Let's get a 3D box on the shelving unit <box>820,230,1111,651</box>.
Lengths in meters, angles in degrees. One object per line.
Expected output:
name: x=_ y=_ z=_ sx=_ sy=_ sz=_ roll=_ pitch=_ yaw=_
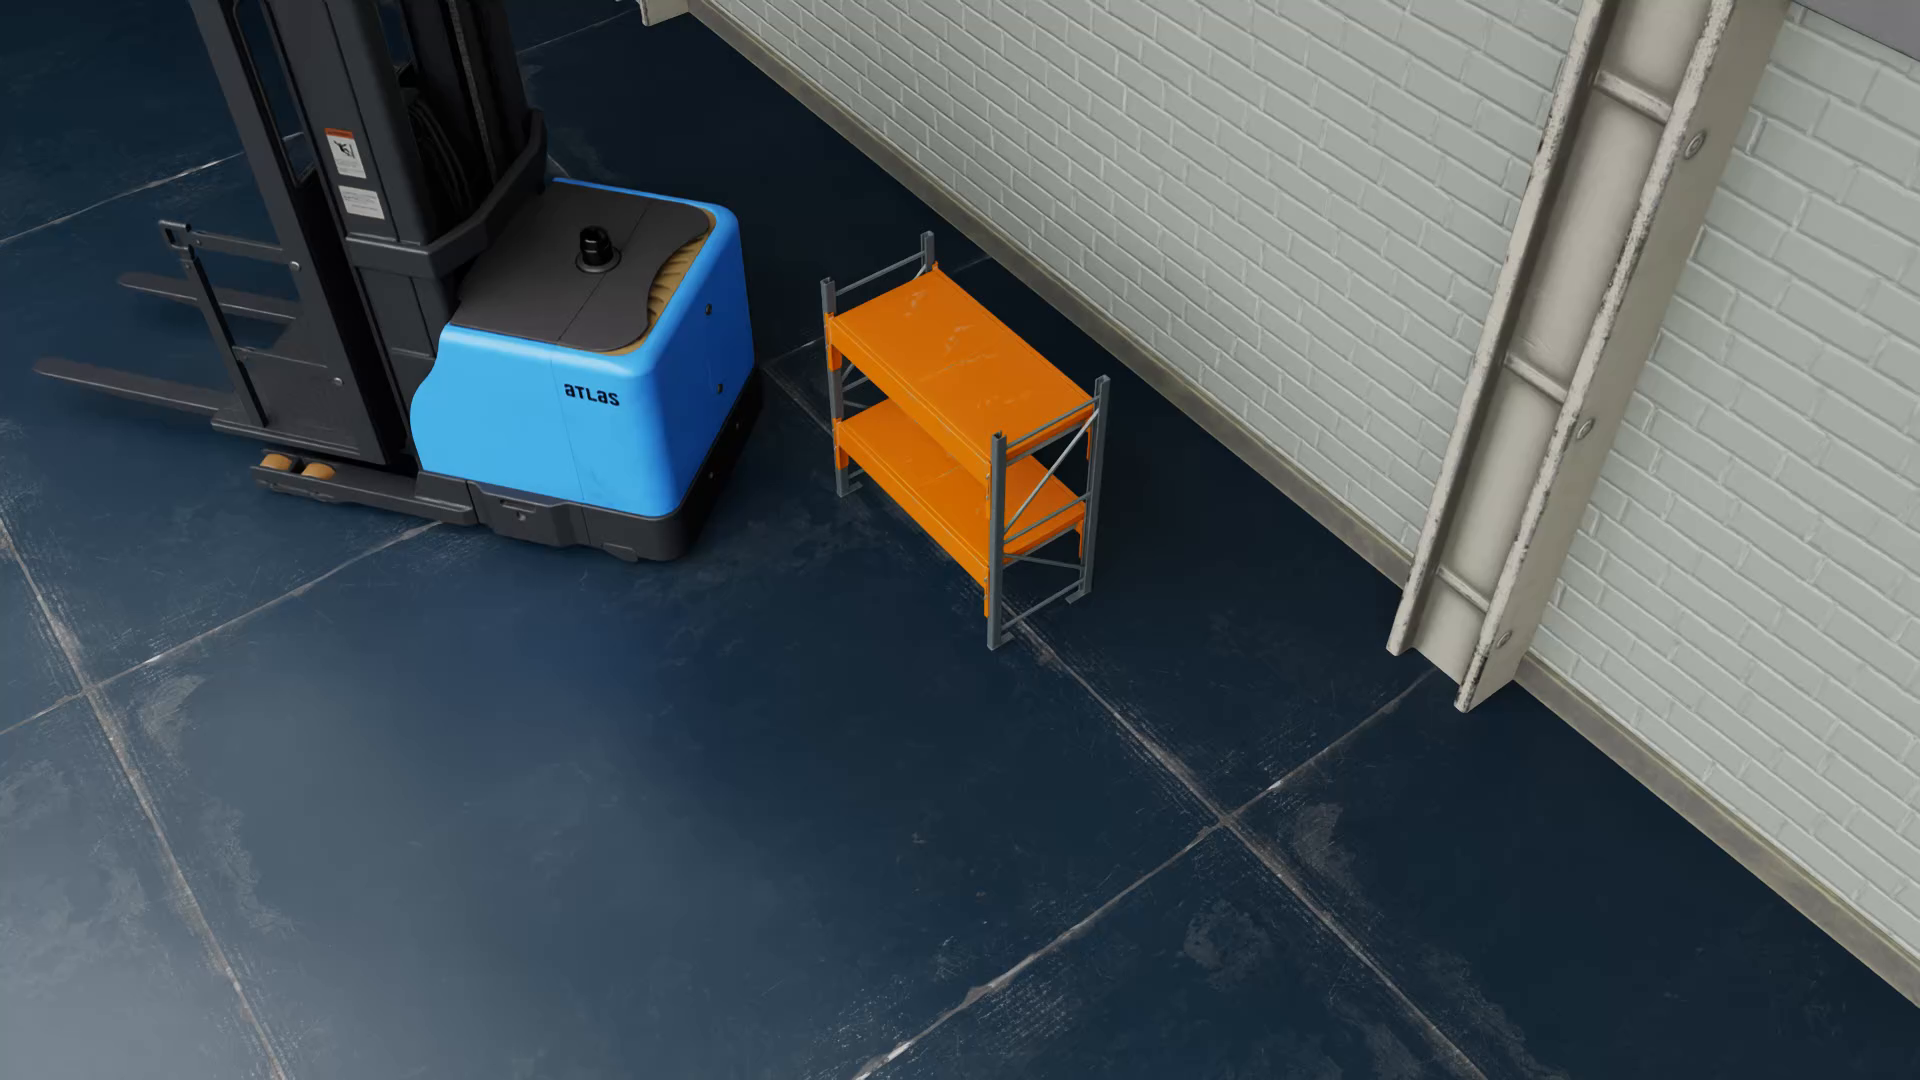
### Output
shelving unit: x=0.004 y=-0.374 z=6.328 sx=0.538 sy=1.125 sz=1.048 roll=-29 pitch=54 yaw=-24

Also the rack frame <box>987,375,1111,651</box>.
rack frame: x=0.312 y=-0.074 z=6.057 sx=0.500 sy=1.125 sz=0.032 roll=-29 pitch=54 yaw=-24

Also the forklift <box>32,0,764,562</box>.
forklift: x=-2.424 y=-1.508 z=6.138 sx=3.031 sy=2.935 sz=1.130 roll=12 pitch=49 yaw=10

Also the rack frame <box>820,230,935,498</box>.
rack frame: x=-0.304 y=-0.674 z=6.600 sx=0.500 sy=1.125 sz=0.032 roll=-29 pitch=54 yaw=-24

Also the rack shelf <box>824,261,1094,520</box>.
rack shelf: x=0.004 y=-0.570 z=6.112 sx=0.538 sy=0.278 sz=1.000 roll=-29 pitch=54 yaw=-24

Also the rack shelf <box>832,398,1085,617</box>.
rack shelf: x=0.004 y=-0.210 z=6.510 sx=0.538 sy=0.278 sz=1.000 roll=-29 pitch=54 yaw=-24

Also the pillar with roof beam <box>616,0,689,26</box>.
pillar with roof beam: x=-5.187 y=-4.170 z=4.455 sx=9.100 sy=9.000 sz=0.400 roll=-29 pitch=54 yaw=-24

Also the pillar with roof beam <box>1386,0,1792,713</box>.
pillar with roof beam: x=-1.554 y=-0.632 z=1.248 sx=9.100 sy=9.000 sz=0.400 roll=-29 pitch=54 yaw=-24
